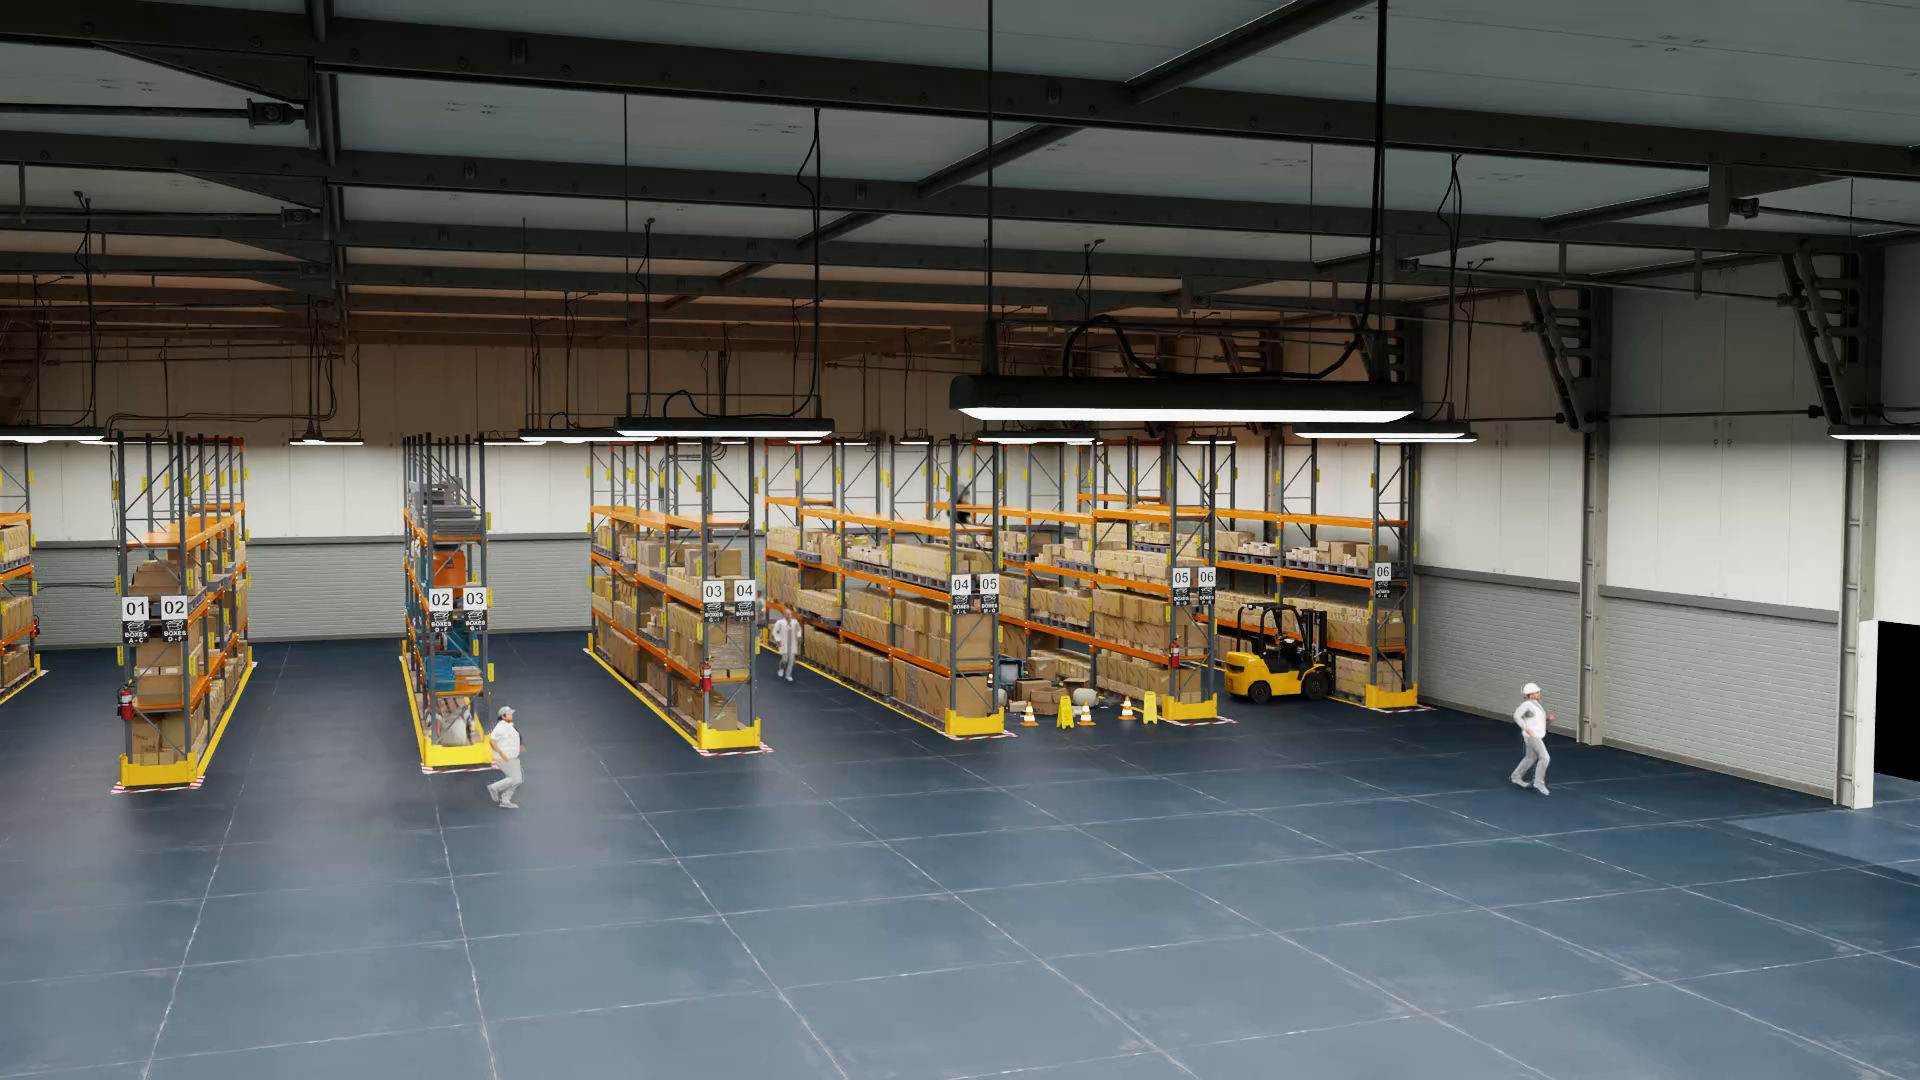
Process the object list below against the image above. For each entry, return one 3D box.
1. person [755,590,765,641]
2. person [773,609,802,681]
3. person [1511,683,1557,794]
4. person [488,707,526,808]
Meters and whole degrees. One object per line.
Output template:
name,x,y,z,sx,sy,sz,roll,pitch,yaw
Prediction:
person,-6.032,2.232,49.089,0.523,1.537,0.582,-2,4,-31
person,-4.236,2.582,41.052,0.731,1.750,0.574,-1,3,-22
person,9.550,3.302,27.688,0.731,1.831,0.639,2,4,29
person,-7.188,3.453,26.406,0.549,1.623,0.608,0,3,3
